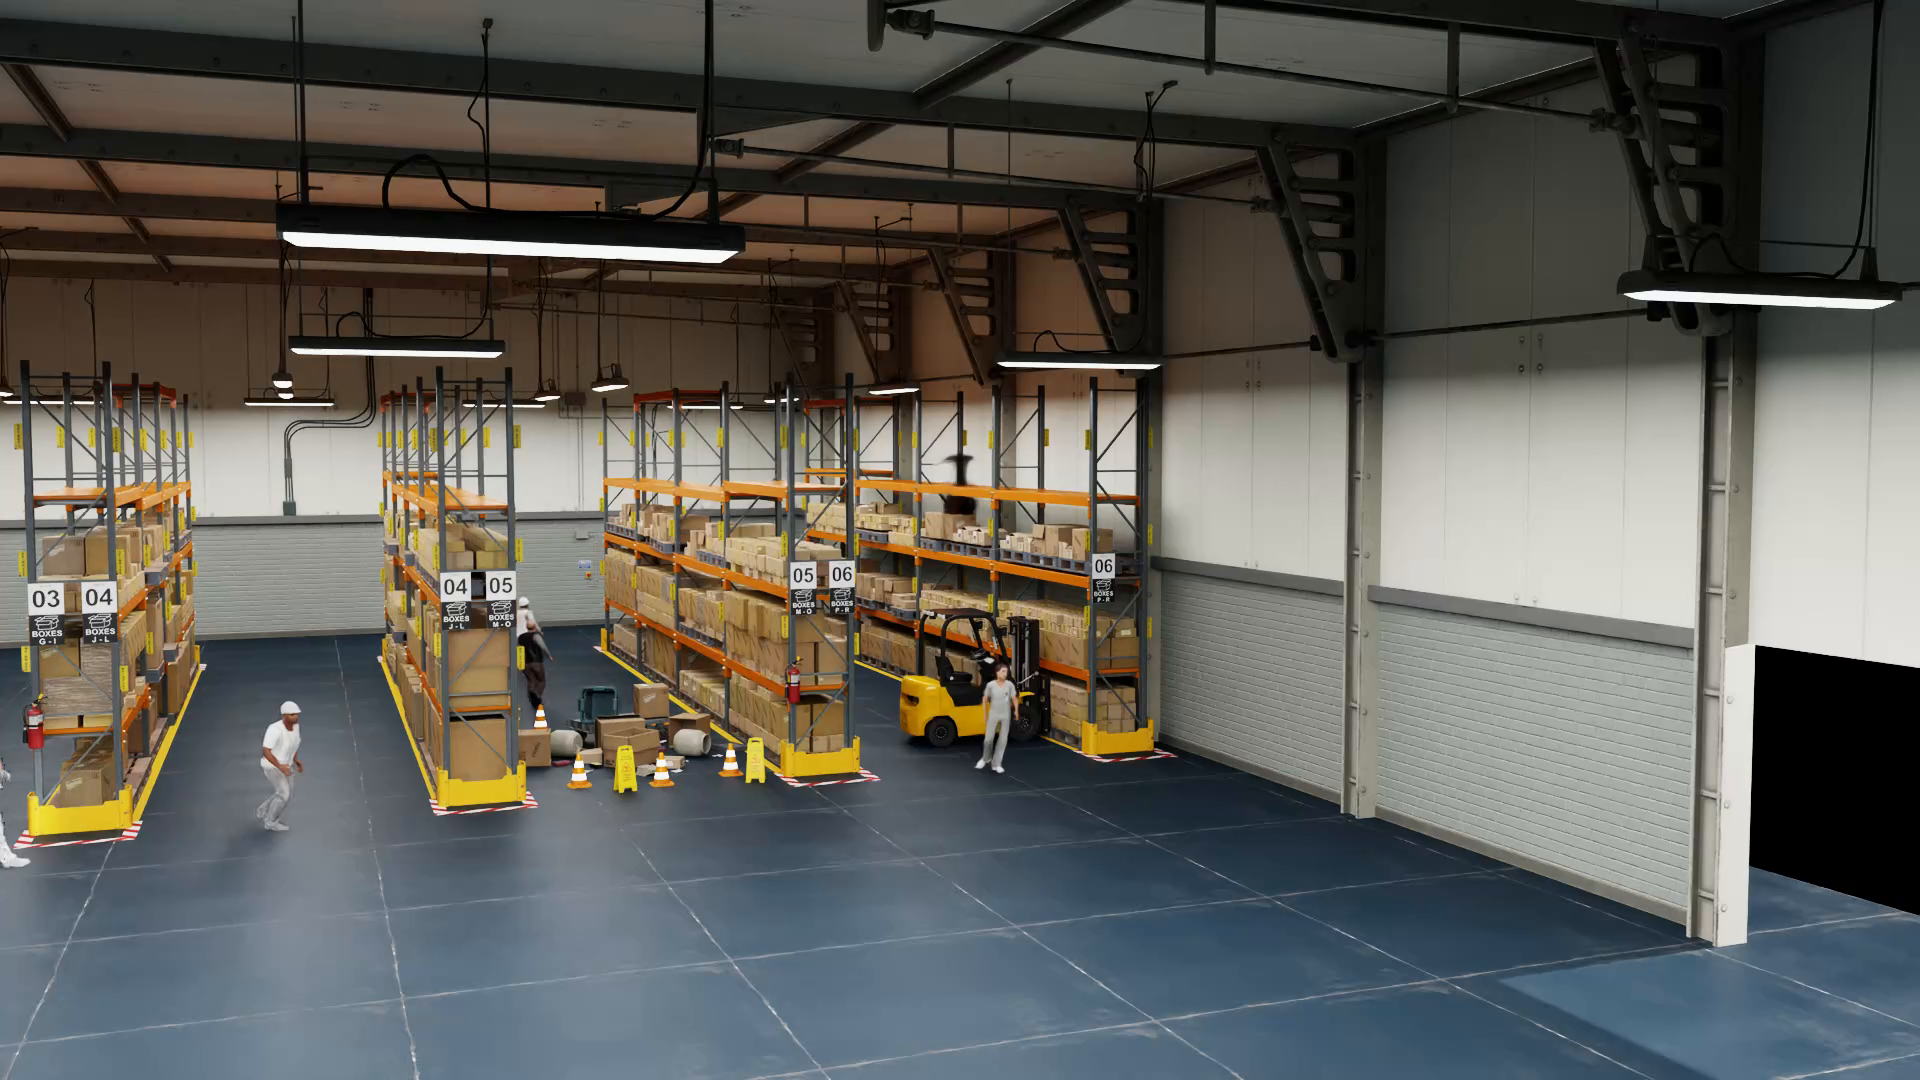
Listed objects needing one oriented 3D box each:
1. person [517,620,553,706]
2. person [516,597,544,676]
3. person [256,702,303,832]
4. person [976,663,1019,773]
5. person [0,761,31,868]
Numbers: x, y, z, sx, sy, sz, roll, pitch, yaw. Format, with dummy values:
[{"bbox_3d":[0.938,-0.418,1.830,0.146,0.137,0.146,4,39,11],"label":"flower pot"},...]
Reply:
[{"bbox_3d":[-8.044,2.333,31.231,0.736,1.634,0.537,0,3,7],"label":"person"},{"bbox_3d":[-9.174,2.069,35.107,0.763,1.711,0.641,0,3,5],"label":"person"},{"bbox_3d":[-8.723,2.889,21.212,0.788,1.687,0.657,1,3,9],"label":"person"},{"bbox_3d":[0.573,2.678,24.962,0.610,1.661,0.636,-1,4,-12],"label":"person"},{"bbox_3d":[-11.359,2.943,19.313,0.995,1.754,0.729,1,3,9],"label":"person"}]
